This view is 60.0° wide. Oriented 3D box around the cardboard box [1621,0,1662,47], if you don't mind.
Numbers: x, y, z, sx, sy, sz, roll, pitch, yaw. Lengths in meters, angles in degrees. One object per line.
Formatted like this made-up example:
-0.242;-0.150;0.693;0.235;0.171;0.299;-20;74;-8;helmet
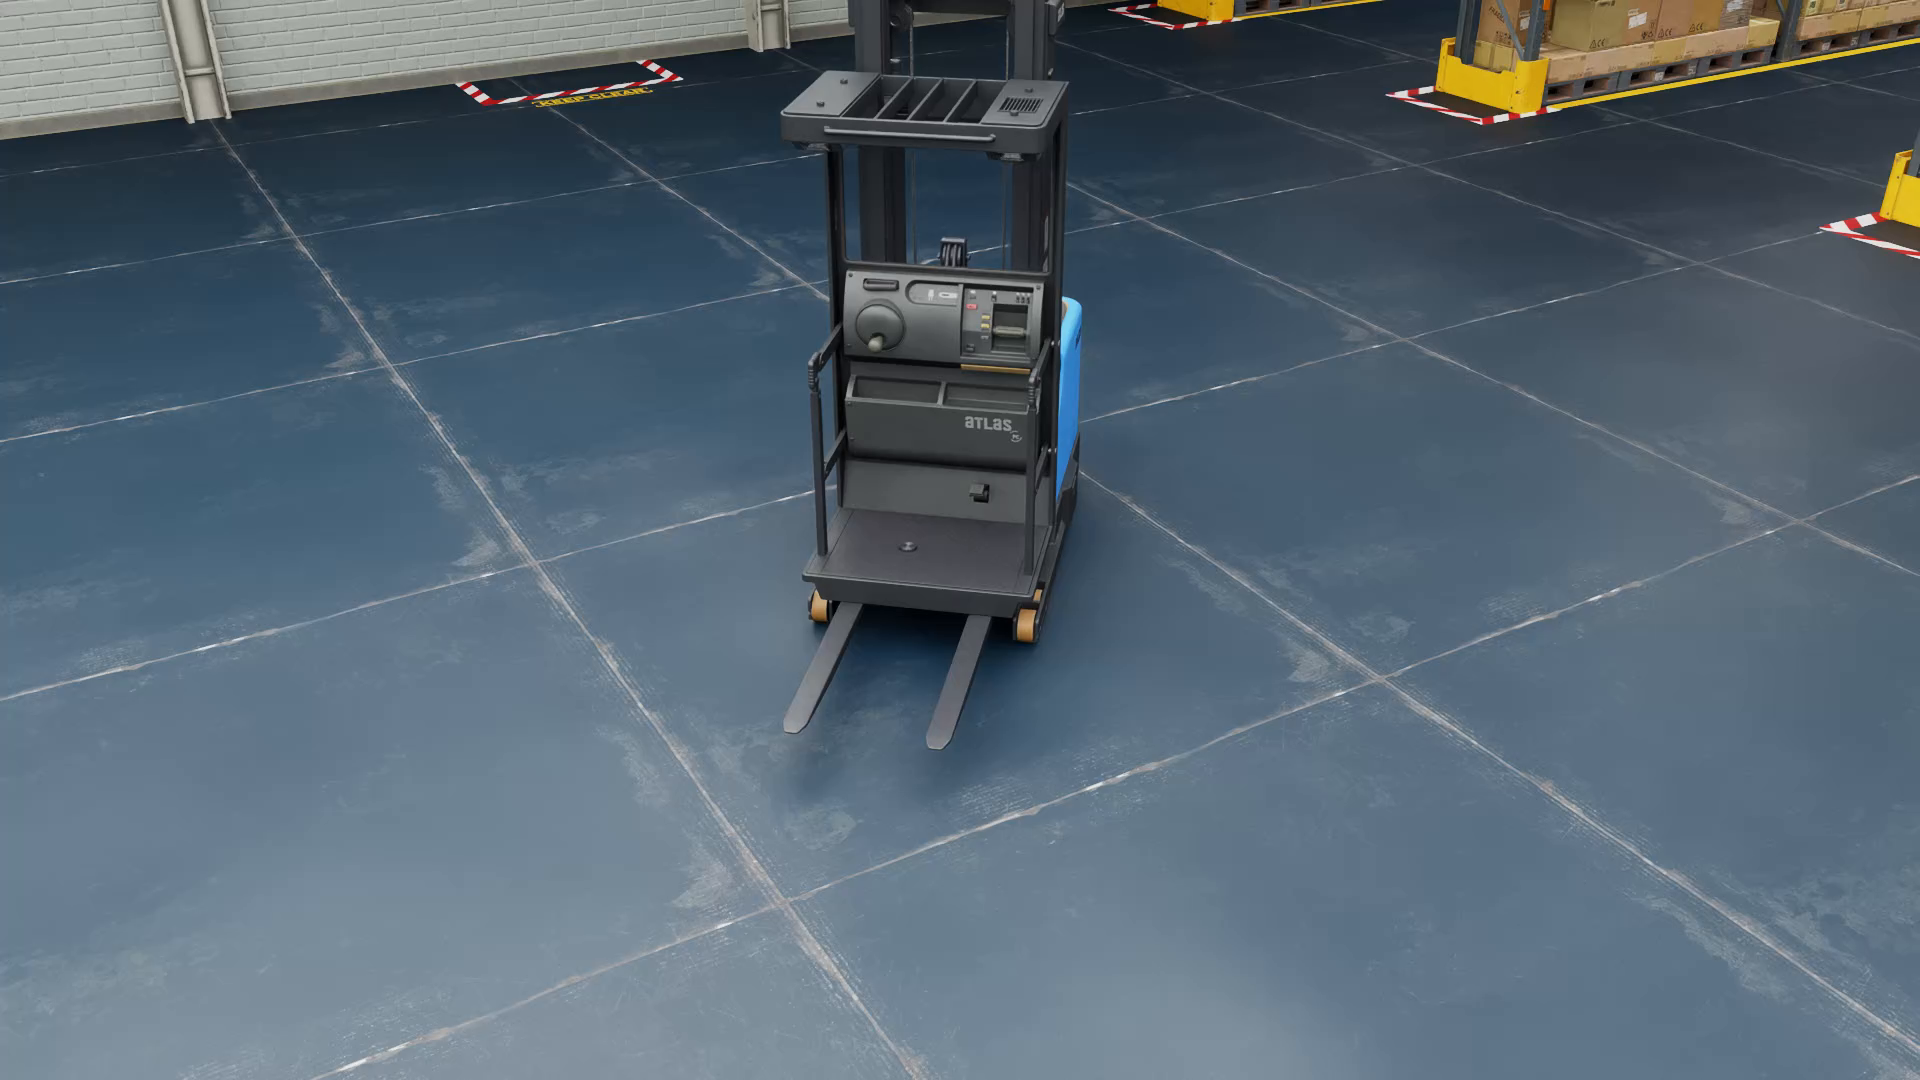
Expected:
6.784;-5.381;17.030;0.500;0.500;0.500;-16;33;-26;cardboard box

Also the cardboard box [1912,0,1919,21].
11.044;-6.241;19.366;0.500;0.250;0.500;-15;32;-25;cardboard box

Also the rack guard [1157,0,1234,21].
2.907;-6.770;20.499;0.348;0.500;1.175;-16;33;-26;rack guard

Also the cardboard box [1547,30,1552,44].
6.092;-5.144;17.378;0.500;0.250;0.500;-16;33;-26;cardboard box

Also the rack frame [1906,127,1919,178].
7.861;-3.718;12.383;0.127;3.000;1.000;-16;33;-26;rack frame

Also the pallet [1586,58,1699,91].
7.043;-5.063;17.706;1.213;0.211;1.003;-16;33;-26;pallet

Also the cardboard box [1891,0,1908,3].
10.610;-6.362;19.004;0.500;0.311;0.500;-15;32;-25;cardboard box

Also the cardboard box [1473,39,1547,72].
5.667;-5.017;17.148;0.500;0.250;0.500;-16;33;-26;cardboard box

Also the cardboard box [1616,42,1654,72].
6.790;-5.047;17.203;0.500;0.250;0.500;-16;33;-26;cardboard box

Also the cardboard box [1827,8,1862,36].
9.718;-5.862;18.679;0.500;0.250;0.500;-15;32;-25;cardboard box

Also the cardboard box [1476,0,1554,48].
5.666;-5.346;16.968;0.500;0.500;0.500;-16;33;-26;cardboard box

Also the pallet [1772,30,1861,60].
9.418;-5.738;18.928;1.213;0.211;1.003;-16;33;-26;pallet

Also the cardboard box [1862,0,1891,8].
10.165;-6.232;18.769;0.500;0.311;0.500;-17;33;-28;cardboard box

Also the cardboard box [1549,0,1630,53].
6.359;-5.253;16.799;0.500;0.500;0.500;-16;33;-26;cardboard box

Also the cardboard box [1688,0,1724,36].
7.648;-5.624;17.471;0.500;0.500;0.500;-16;33;-26;cardboard box

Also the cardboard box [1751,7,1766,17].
9.014;-5.964;18.864;0.500;0.250;0.500;-16;33;-27;cardboard box

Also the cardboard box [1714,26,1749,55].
8.078;-5.419;17.876;0.500;0.250;0.500;-16;33;-26;cardboard box

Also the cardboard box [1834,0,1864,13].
9.720;-6.105;18.539;0.500;0.311;0.500;-16;33;-27;cardboard box

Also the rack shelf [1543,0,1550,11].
7.079;-5.957;17.185;4.000;0.370;1.077;-16;33;-26;rack shelf

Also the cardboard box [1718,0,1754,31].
8.077;-5.748;17.696;0.500;0.500;0.500;-16;33;-26;cardboard box

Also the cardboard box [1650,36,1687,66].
7.223;-5.168;17.421;0.500;0.250;0.500;-16;33;-26;cardboard box

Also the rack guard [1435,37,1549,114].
5.334;-4.682;16.717;0.348;0.500;1.175;-16;33;-26;rack guard

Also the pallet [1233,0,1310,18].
3.625;-6.827;20.903;1.213;0.211;1.003;-16;33;-26;pallet

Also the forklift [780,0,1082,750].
-0.117;-0.987;7.504;1.130;2.935;3.031;5;29;9;forklift

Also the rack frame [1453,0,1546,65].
5.354;-5.783;16.124;0.127;3.000;1.000;-16;33;-26;rack frame

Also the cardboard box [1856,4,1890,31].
10.163;-5.990;18.910;0.500;0.250;0.500;-17;33;-28;cardboard box

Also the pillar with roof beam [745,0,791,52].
0.015;-7.742;13.464;0.400;9.000;9.100;-16;33;-26;pillar with roof beam

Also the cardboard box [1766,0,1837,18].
9.285;-5.985;18.321;0.500;0.311;0.500;-16;33;-26;cardboard box

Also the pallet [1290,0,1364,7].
4.676;-7.124;21.440;1.213;0.211;1.003;-16;33;-26;pallet

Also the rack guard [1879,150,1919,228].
7.902;-2.662;13.056;0.348;0.500;1.175;-16;33;-26;rack guard

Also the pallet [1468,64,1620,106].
5.992;-4.766;17.168;1.213;0.211;1.003;-16;33;-26;pallet

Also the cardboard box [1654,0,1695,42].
7.224;-5.496;17.239;0.500;0.500;0.500;-16;33;-26;cardboard box

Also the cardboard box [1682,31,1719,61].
7.654;-5.290;17.643;0.500;0.250;0.500;-16;33;-26;cardboard box

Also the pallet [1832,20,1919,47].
10.471;-6.038;19.473;1.213;0.211;1.003;-16;33;-26;pallet

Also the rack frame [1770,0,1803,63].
8.803;-6.762;17.898;0.127;3.000;1.000;-16;33;-26;rack frame

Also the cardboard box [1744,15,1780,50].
8.514;-5.537;18.090;0.500;0.250;0.500;-16;33;-26;cardboard box

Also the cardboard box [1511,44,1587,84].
5.929;-4.801;16.757;0.500;0.250;0.500;-16;33;-26;cardboard box

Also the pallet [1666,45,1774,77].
8.096;-5.364;18.251;1.213;0.211;1.003;-16;33;-26;pallet

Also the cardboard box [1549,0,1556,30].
6.521;-5.597;17.423;0.500;0.500;0.500;-16;33;-26;cardboard box

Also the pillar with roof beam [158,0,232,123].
-5.158;-6.273;10.803;0.400;9.000;9.100;-16;33;-26;pillar with roof beam

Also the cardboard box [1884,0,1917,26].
10.602;-6.114;19.135;0.500;0.250;0.500;-15;32;-25;cardboard box

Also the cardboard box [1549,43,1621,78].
6.359;-4.925;16.981;0.500;0.250;0.500;-16;33;-26;cardboard box

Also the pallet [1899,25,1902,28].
11.522;-6.335;20.010;1.213;0.211;1.003;-16;33;-26;pallet

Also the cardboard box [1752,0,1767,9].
9.007;-6.206;18.721;0.500;0.311;0.500;-16;33;-26;cardboard box

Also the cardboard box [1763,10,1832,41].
9.276;-5.737;18.453;0.500;0.250;0.500;-17;33;-27;cardboard box
